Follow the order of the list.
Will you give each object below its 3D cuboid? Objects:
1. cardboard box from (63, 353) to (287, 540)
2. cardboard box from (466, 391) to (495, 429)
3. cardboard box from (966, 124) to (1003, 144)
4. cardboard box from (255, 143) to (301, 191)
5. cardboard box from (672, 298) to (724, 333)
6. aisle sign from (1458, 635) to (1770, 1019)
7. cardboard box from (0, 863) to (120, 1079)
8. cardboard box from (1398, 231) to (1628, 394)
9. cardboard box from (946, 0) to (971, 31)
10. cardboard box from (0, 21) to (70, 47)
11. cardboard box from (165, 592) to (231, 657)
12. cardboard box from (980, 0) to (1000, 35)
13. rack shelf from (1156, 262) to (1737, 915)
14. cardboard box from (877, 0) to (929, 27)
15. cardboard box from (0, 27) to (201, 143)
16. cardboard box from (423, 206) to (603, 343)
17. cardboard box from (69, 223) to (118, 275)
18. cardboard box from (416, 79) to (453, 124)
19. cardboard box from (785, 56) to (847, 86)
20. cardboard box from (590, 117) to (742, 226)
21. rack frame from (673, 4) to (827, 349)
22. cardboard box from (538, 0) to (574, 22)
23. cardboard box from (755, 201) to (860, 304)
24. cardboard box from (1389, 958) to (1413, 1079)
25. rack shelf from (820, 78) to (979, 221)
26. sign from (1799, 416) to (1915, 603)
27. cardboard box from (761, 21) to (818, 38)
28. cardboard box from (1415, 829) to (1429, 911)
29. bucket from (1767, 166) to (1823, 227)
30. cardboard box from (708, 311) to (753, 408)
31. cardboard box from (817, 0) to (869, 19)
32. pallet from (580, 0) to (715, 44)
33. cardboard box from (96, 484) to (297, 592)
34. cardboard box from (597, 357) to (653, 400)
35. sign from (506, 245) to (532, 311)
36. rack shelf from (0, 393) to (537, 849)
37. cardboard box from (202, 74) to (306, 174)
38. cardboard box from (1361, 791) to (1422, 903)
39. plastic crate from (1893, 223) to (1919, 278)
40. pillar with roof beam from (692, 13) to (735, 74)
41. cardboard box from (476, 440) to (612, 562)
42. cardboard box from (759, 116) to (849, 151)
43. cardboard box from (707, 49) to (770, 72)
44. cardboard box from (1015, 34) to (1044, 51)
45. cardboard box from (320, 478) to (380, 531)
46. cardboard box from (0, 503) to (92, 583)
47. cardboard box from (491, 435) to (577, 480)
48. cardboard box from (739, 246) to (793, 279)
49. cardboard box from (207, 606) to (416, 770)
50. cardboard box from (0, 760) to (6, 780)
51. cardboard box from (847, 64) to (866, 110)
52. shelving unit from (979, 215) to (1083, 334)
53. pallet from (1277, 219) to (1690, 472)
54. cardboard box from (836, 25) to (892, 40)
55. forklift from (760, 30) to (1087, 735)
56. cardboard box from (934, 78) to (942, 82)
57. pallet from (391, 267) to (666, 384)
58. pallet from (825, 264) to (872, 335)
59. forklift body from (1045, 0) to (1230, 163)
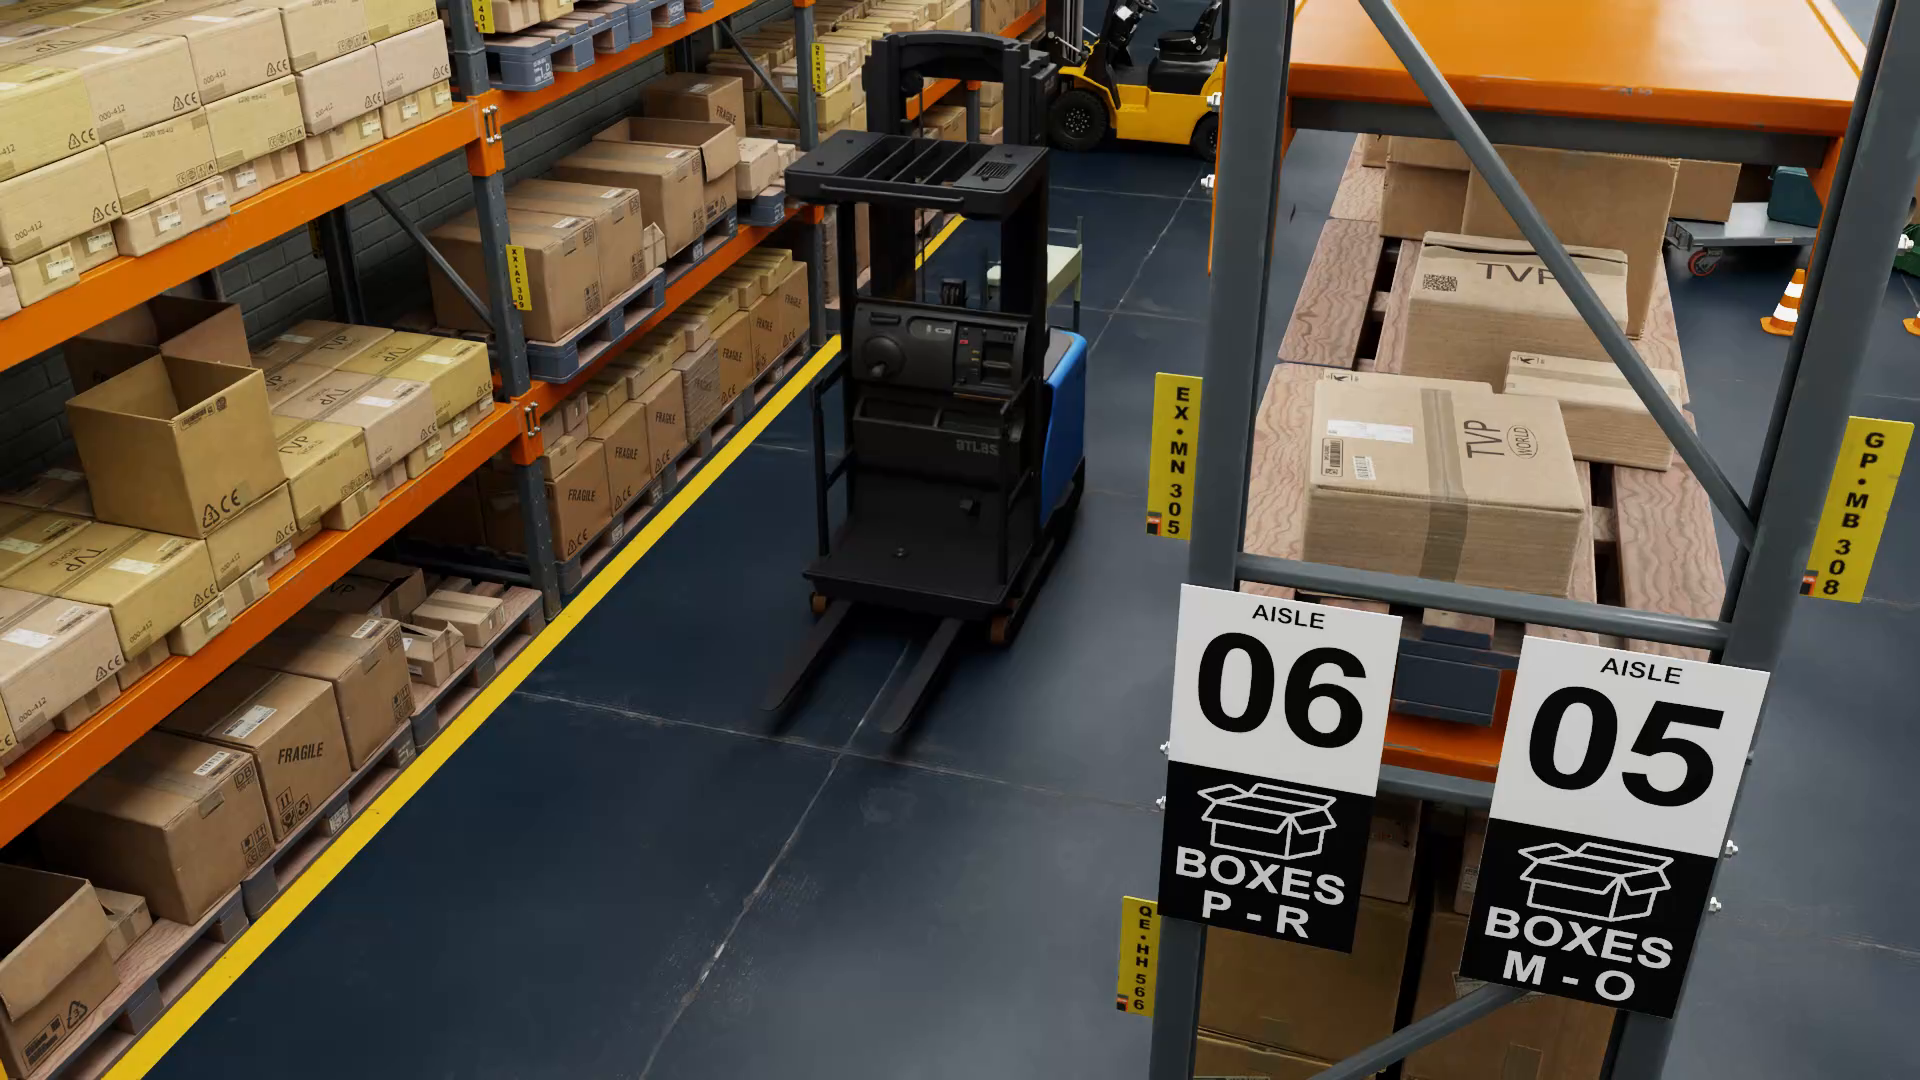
[{"bbox_3d":[-3.005,-0.368,6.404,0.500,0.500,0.500,9,30,16],"label":"cardboard box"},{"bbox_3d":[-2.514,-0.672,8.130,0.380,0.149,0.250,9,30,16],"label":"cardboard box"},{"bbox_3d":[0.145,-3.843,15.969,0.500,0.250,0.500,9,30,15],"label":"cardboard box"},{"bbox_3d":[-2.830,-1.487,6.510,0.380,0.149,0.250,10,30,17],"label":"cardboard box"},{"bbox_3d":[-1.754,-1.454,10.750,0.380,0.149,0.250,8,30,14],"label":"cardboard box"},{"bbox_3d":[1.166,0.539,3.022,0.394,0.787,0.004,8,30,15],"label":"aisle sign"},{"bbox_3d":[-3.566,1.530,6.050,0.797,0.503,0.637,7,30,13],"label":"cardboard box"},{"bbox_3d":[1.397,-0.588,4.192,0.500,0.311,0.500,9,30,16],"label":"cardboard box"},{"bbox_3d":[-0.214,-4.572,14.523,0.500,0.250,0.500,8,30,14],"label":"cardboard box"},{"bbox_3d":[-3.505,-1.658,5.894,0.500,0.250,0.500,8,30,15],"label":"cardboard box"},{"bbox_3d":[-3.052,0.298,6.387,0.380,0.149,0.250,8,30,13],"label":"cardboard box"},{"bbox_3d":[0.066,-4.896,15.363,0.500,0.500,0.500,8,30,13],"label":"cardboard box"},{"bbox_3d":[1.497,-0.326,4.905,1.077,0.370,4.000,8,30,15],"label":"rack shelf"},{"bbox_3d":[-0.470,-4.337,13.691,0.380,0.149,0.250,8,30,14],"label":"cardboard box"},{"bbox_3d":[-3.024,-1.578,5.750,0.500,0.250,0.500,9,30,16],"label":"cardboard box"},{"bbox_3d":[-2.306,-1.386,8.621,0.700,0.500,0.500,9,30,16],"label":"cardboard box"},{"bbox_3d":[-3.122,-1.013,5.658,0.380,0.149,0.250,8,30,14],"label":"cardboard box"},{"bbox_3d":[-2.485,-1.957,7.356,0.380,0.149,0.250,8,30,15],"label":"cardboard box"},{"bbox_3d":[-1.036,-3.382,11.974,0.380,0.149,0.250,9,30,16],"label":"cardboard box"},{"bbox_3d":[-1.790,-2.268,10.204,0.797,0.503,0.637,8,30,14],"label":"cardboard box"},{"bbox_3d":[-1.488,-2.825,11.742,1.000,3.000,0.127,8,30,15],"label":"rack frame"},{"bbox_3d":[-2.085,-2.591,7.961,0.380,0.149,0.250,9,30,15],"label":"cardboard box"},{"bbox_3d":[-1.292,-2.258,12.735,0.875,0.625,0.625,9,30,16],"label":"cardboard box"},{"bbox_3d":[1.325,1.374,4.092,0.500,0.500,0.500,8,30,14],"label":"cardboard box"},{"bbox_3d":[-0.901,-3.440,13.587,1.077,0.370,4.000,8,30,15],"label":"rack shelf"},{"bbox_3d":[1.439,-0.046,2.680,0.100,0.325,0.005,8,30,15],"label":"sign"},{"bbox_3d":[-1.332,-3.943,12.983,0.380,0.149,0.250,8,30,14],"label":"cardboard box"},{"bbox_3d":[1.468,0.696,4.283,0.500,0.500,0.500,8,30,14],"label":"cardboard box"},{"bbox_3d":[7.030,-2.943,13.759,0.726,0.611,0.620,20,45,32],"label":"bucket"},{"bbox_3d":[-1.715,-1.214,10.986,0.500,0.500,0.500,10,31,17],"label":"cardboard box"},{"bbox_3d":[-0.978,-4.411,13.824,0.380,0.149,0.250,8,30,15],"label":"cardboard box"},{"bbox_3d":[-2.102,-2.970,9.111,1.213,0.211,1.003,8,30,15],"label":"pallet"},{"bbox_3d":[-3.022,-0.055,6.611,0.500,0.250,0.500,8,30,14],"label":"cardboard box"},{"bbox_3d":[-2.054,-0.970,9.880,0.380,0.149,0.250,8,30,15],"label":"cardboard box"},{"bbox_3d":[-2.141,-1.270,8.057,0.100,0.325,0.005,8,30,15],"label":"sign"},{"bbox_3d":[-3.249,0.278,6.904,1.077,0.370,4.000,8,30,15],"label":"rack shelf"},{"bbox_3d":[-2.868,-1.601,6.306,0.500,0.250,0.500,9,30,16],"label":"cardboard box"},{"bbox_3d":[0.824,0.640,3.715,0.380,0.149,0.250,9,30,16],"label":"cardboard box"},{"bbox_3d":[7.993,-2.382,13.779,0.662,0.188,0.450,-24,47,-37],"label":"plastic crate"},{"bbox_3d":[2.149,-5.566,10.499,9.100,9.000,0.400,8,30,15],"label":"pillar with roof beam"},{"bbox_3d":[-2.305,-0.249,9.252,0.500,0.500,0.500,10,31,17],"label":"cardboard box"},{"bbox_3d":[-1.124,-2.930,12.086,0.500,0.250,0.500,9,30,15],"label":"cardboard box"},{"bbox_3d":[-1.616,-3.469,12.131,0.380,0.149,0.250,9,30,16],"label":"cardboard box"},{"bbox_3d":[0.584,-4.994,17.010,0.500,0.250,0.500,8,30,14],"label":"cardboard box"},{"bbox_3d":[-2.774,-0.183,7.251,0.380,0.149,0.250,8,30,14],"label":"cardboard box"},{"bbox_3d":[-3.652,0.108,6.318,0.500,0.250,0.500,9,30,16],"label":"cardboard box"},{"bbox_3d":[-2.302,-0.469,8.980,0.380,0.149,0.250,10,31,17],"label":"cardboard box"},{"bbox_3d":[-1.391,-1.933,11.612,0.380,0.149,0.250,7,30,12],"label":"cardboard box"},{"bbox_3d":[-2.973,0.657,7.622,0.700,0.500,0.500,7,30,13],"label":"cardboard box"},{"bbox_3d":[-3.447,0.765,5.548,0.380,0.149,0.250,9,30,16],"label":"cardboard box"},{"bbox_3d":[-0.976,-3.381,12.383,0.500,0.250,0.500,9,30,16],"label":"cardboard box"},{"bbox_3d":[0.441,-1.205,10.369,0.431,1.500,0.755,10,30,18],"label":"shelving unit"},{"bbox_3d":[1.474,-0.587,4.726,1.003,0.211,1.213,8,30,15],"label":"pallet"},{"bbox_3d":[-0.744,-3.859,12.831,0.380,0.149,0.250,9,30,16],"label":"cardboard box"},{"bbox_3d":[-0.173,-0.941,8.426,1.130,2.935,3.031,9,30,15],"label":"forklift"},{"bbox_3d":[-0.354,-4.112,14.210,0.500,0.250,0.500,8,30,15],"label":"cardboard box"},{"bbox_3d":[-2.323,-1.238,9.087,1.003,0.211,1.213,8,30,15],"label":"pallet"},{"bbox_3d":[-1.209,-1.983,13.097,1.003,0.211,1.213,8,30,15],"label":"pallet"},{"bbox_3d":[2.048,-5.030,16.579,2.313,2.155,1.214,8,30,15],"label":"forklift body"}]
